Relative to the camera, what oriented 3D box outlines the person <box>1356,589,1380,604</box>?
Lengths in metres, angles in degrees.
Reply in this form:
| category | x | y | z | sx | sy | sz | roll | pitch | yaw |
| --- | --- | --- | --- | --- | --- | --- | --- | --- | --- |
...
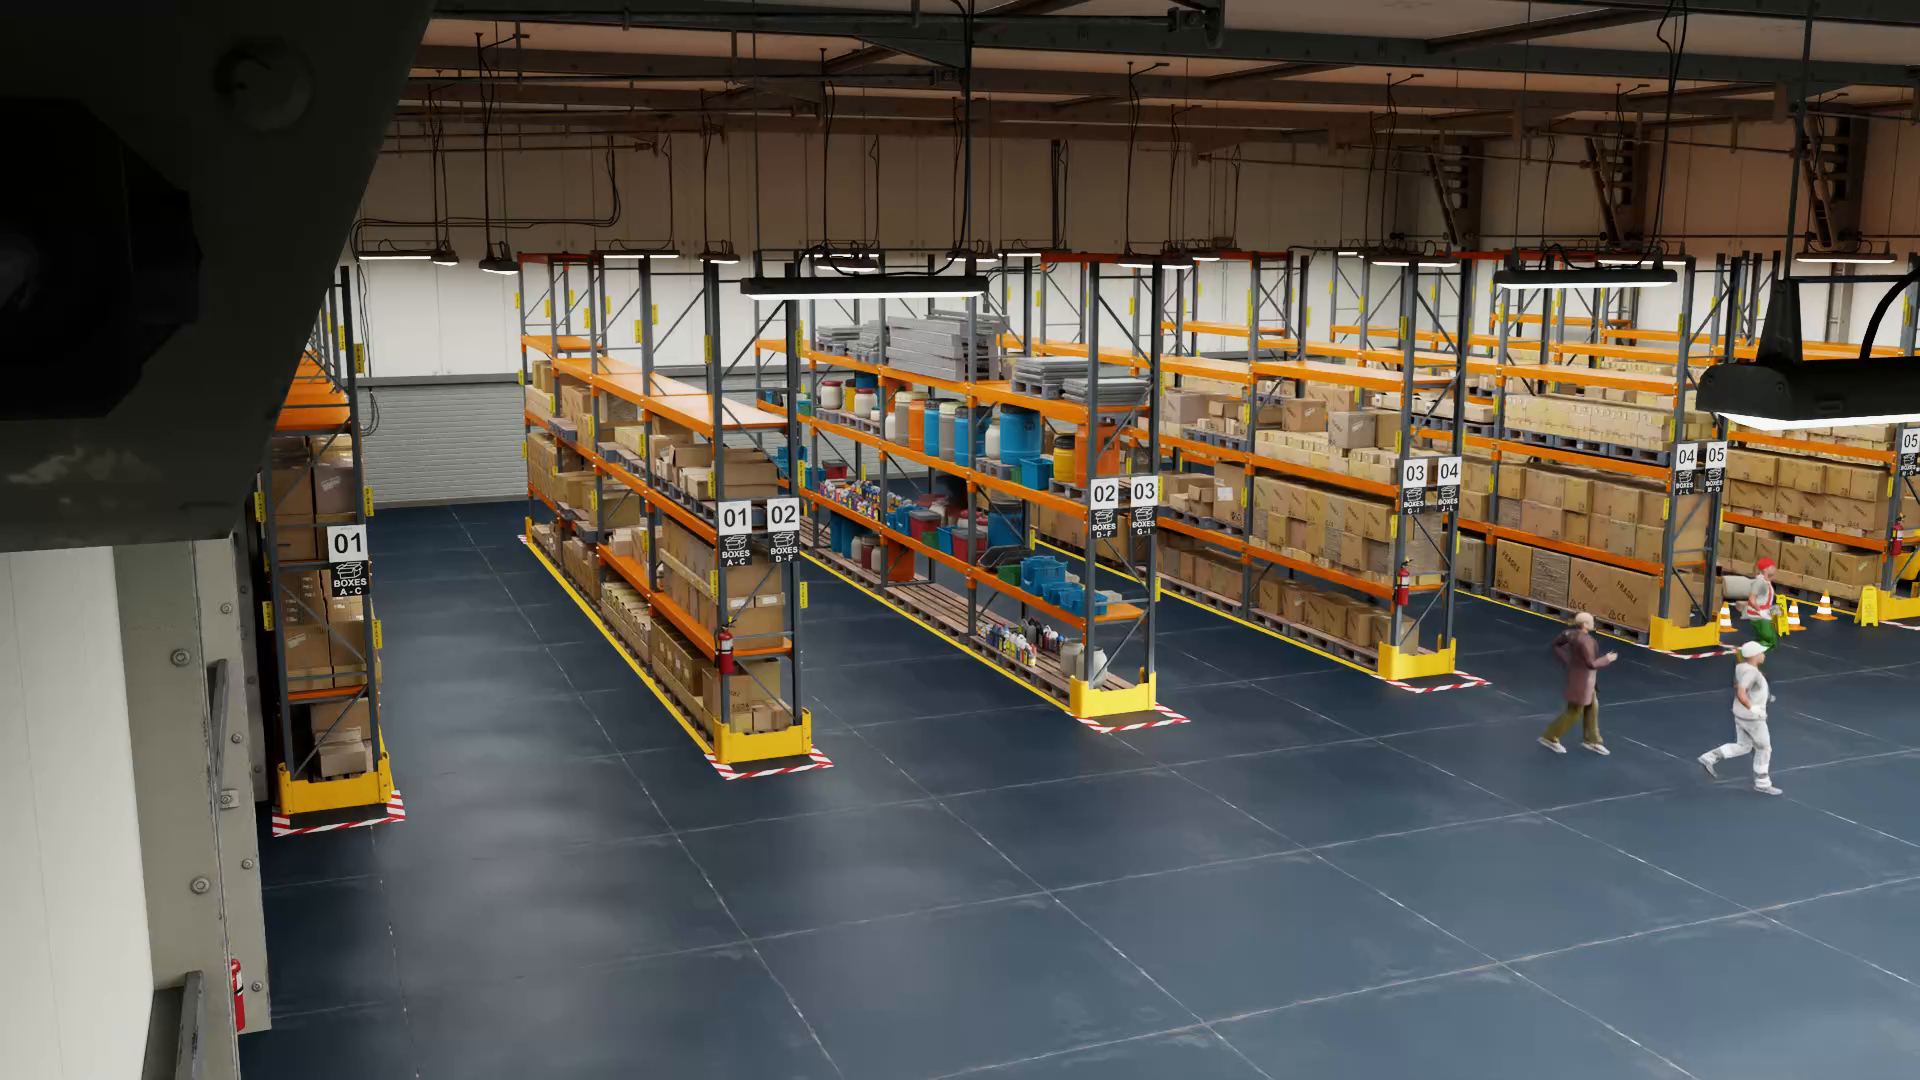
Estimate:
| category | x | y | z | sx | sy | sz | roll | pitch | yaw |
| --- | --- | --- | --- | --- | --- | --- | --- | --- | --- |
| person | 7.137 | 0.223 | 29.172 | 0.678 | 1.705 | 0.796 | -6 | 12 | -30 |

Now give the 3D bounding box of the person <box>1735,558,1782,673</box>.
| category | x | y | z | sx | sy | sz | roll | pitch | yaw |
| --- | --- | --- | --- | --- | --- | --- | --- | --- | --- |
| person | 11.652 | 1.110 | 24.224 | 0.579 | 1.733 | 0.654 | 5 | 12 | 26 |

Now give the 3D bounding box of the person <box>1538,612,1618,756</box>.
| category | x | y | z | sx | sy | sz | roll | pitch | yaw |
| --- | --- | --- | --- | --- | --- | --- | --- | --- | --- |
| person | 7.568 | 1.776 | 20.322 | 0.924 | 1.827 | 0.698 | 1 | 10 | 5 |

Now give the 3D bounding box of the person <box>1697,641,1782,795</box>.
| category | x | y | z | sx | sy | sz | roll | pitch | yaw |
| --- | --- | --- | --- | --- | --- | --- | --- | --- | --- |
| person | 8.993 | 2.032 | 19.035 | 0.932 | 1.787 | 0.656 | 1 | 10 | 8 |
